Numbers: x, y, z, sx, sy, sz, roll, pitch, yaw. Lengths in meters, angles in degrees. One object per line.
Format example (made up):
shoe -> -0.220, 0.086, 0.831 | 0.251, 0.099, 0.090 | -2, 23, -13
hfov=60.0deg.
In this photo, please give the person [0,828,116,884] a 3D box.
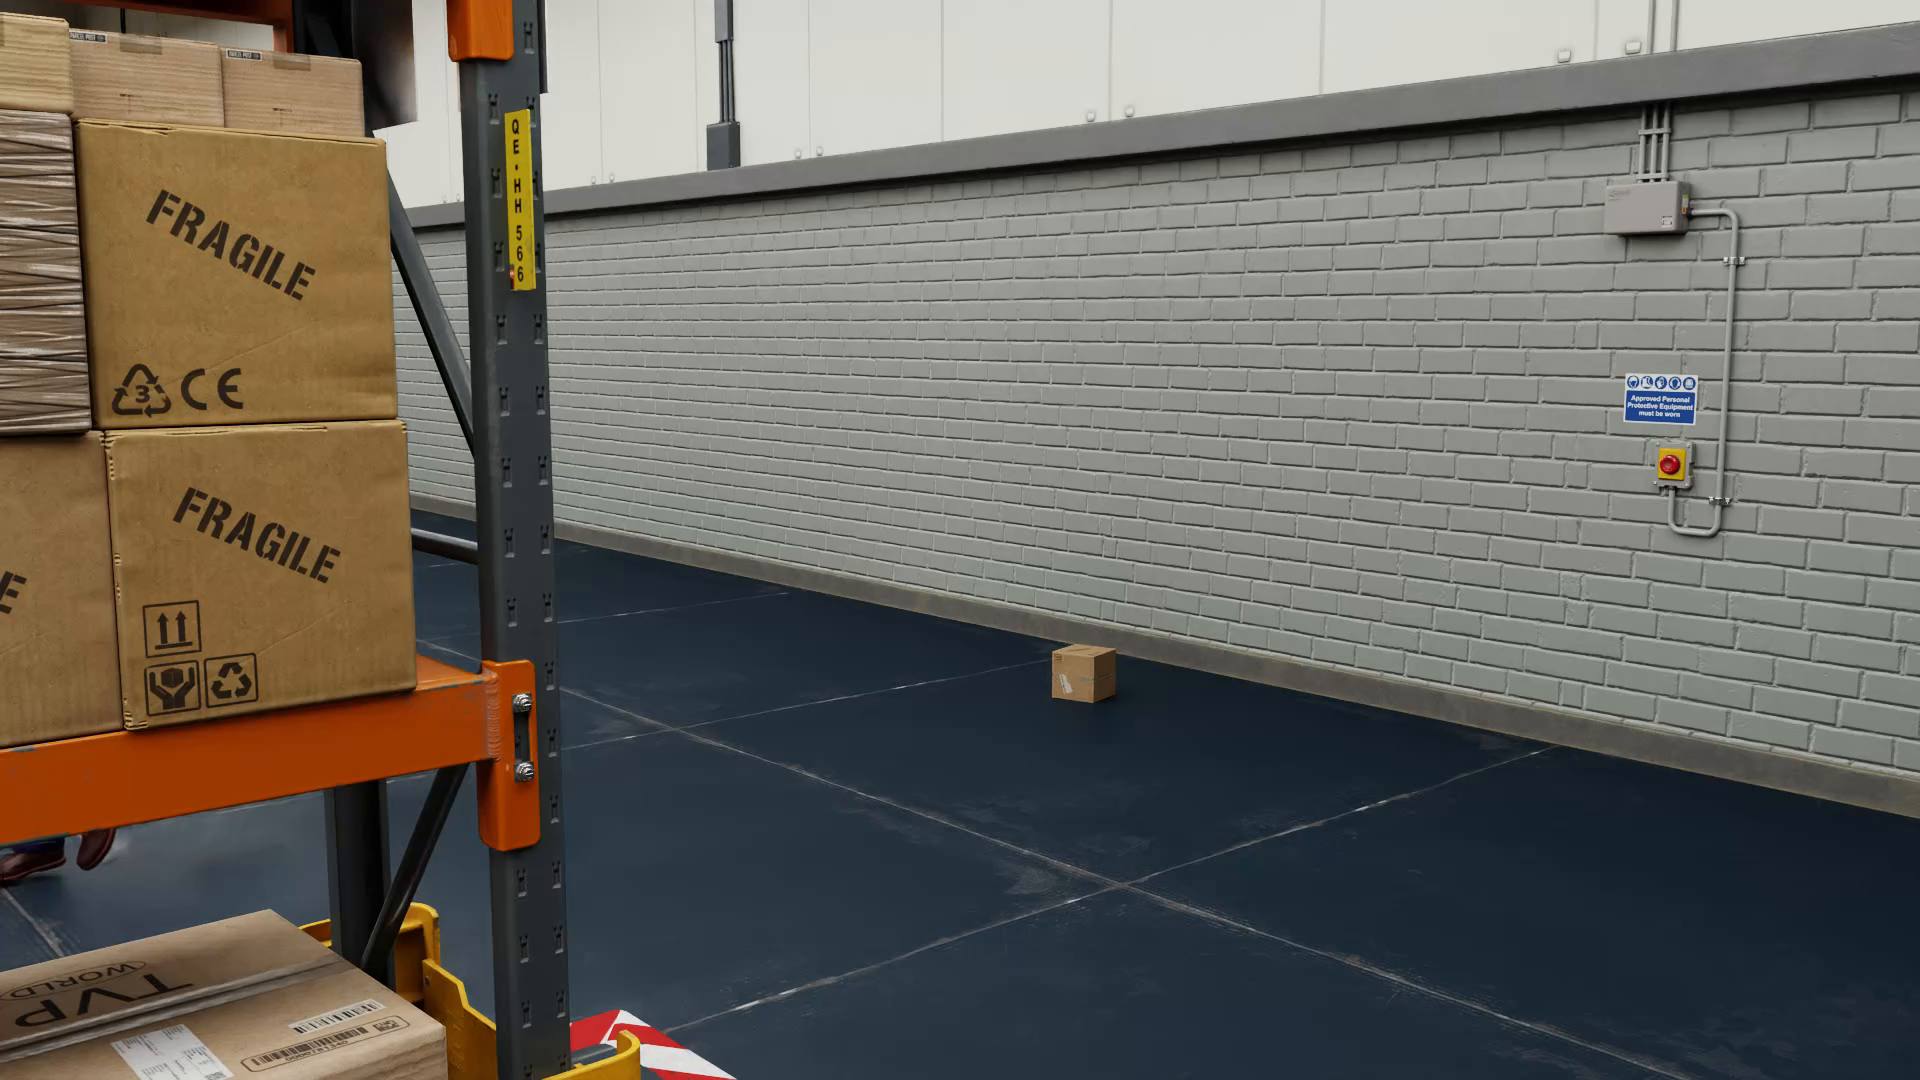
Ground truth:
person -> -3.250, 0.428, 5.798 | 0.473, 1.548, 0.483 | -7, 10, -43
